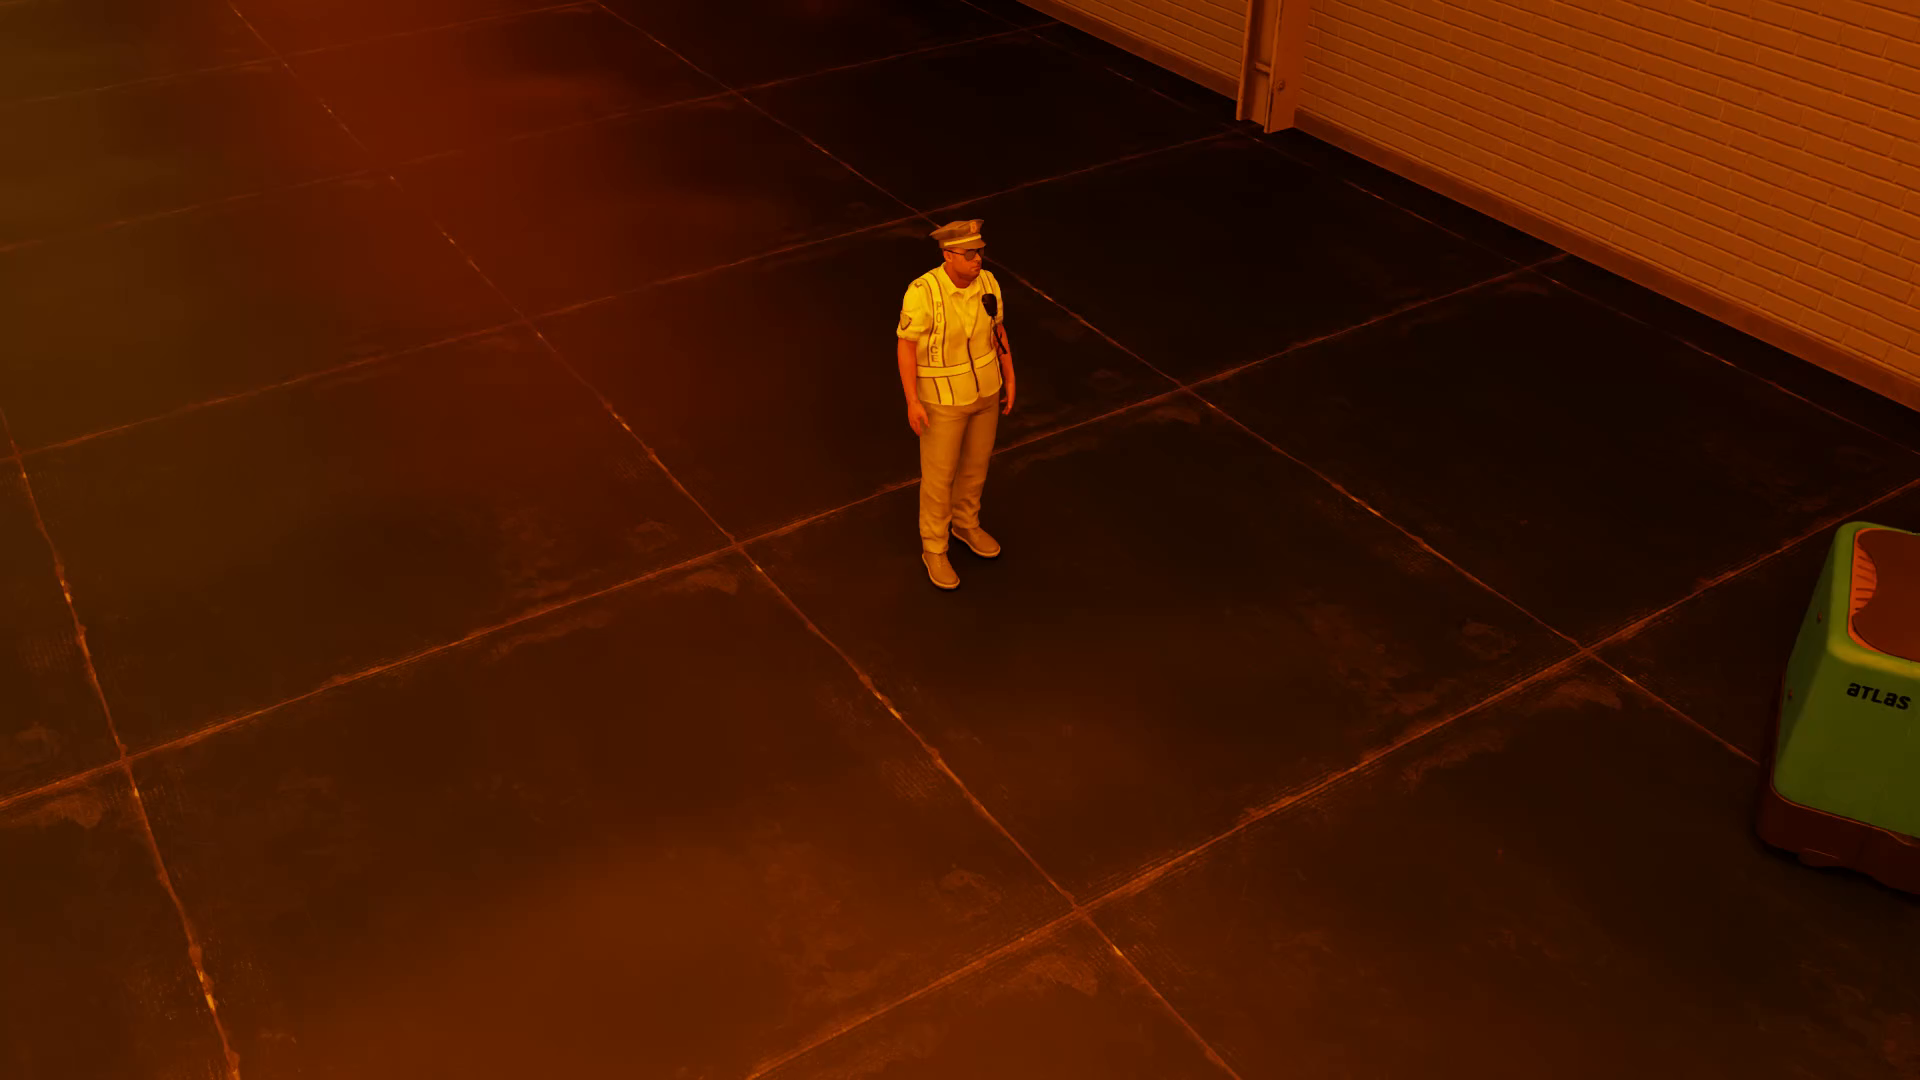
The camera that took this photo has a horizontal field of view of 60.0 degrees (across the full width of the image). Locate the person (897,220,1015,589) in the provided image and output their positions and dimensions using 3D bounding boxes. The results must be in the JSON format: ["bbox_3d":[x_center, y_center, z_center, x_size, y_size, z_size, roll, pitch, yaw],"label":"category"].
[{"bbox_3d":[0.032,-0.694,8.122,0.640,1.781,0.575,-21,40,-27],"label":"person"}]

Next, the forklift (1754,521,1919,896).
[{"bbox_3d":[4.838,0.199,5.864,3.031,2.935,1.130,16,38,21],"label":"forklift"}]
